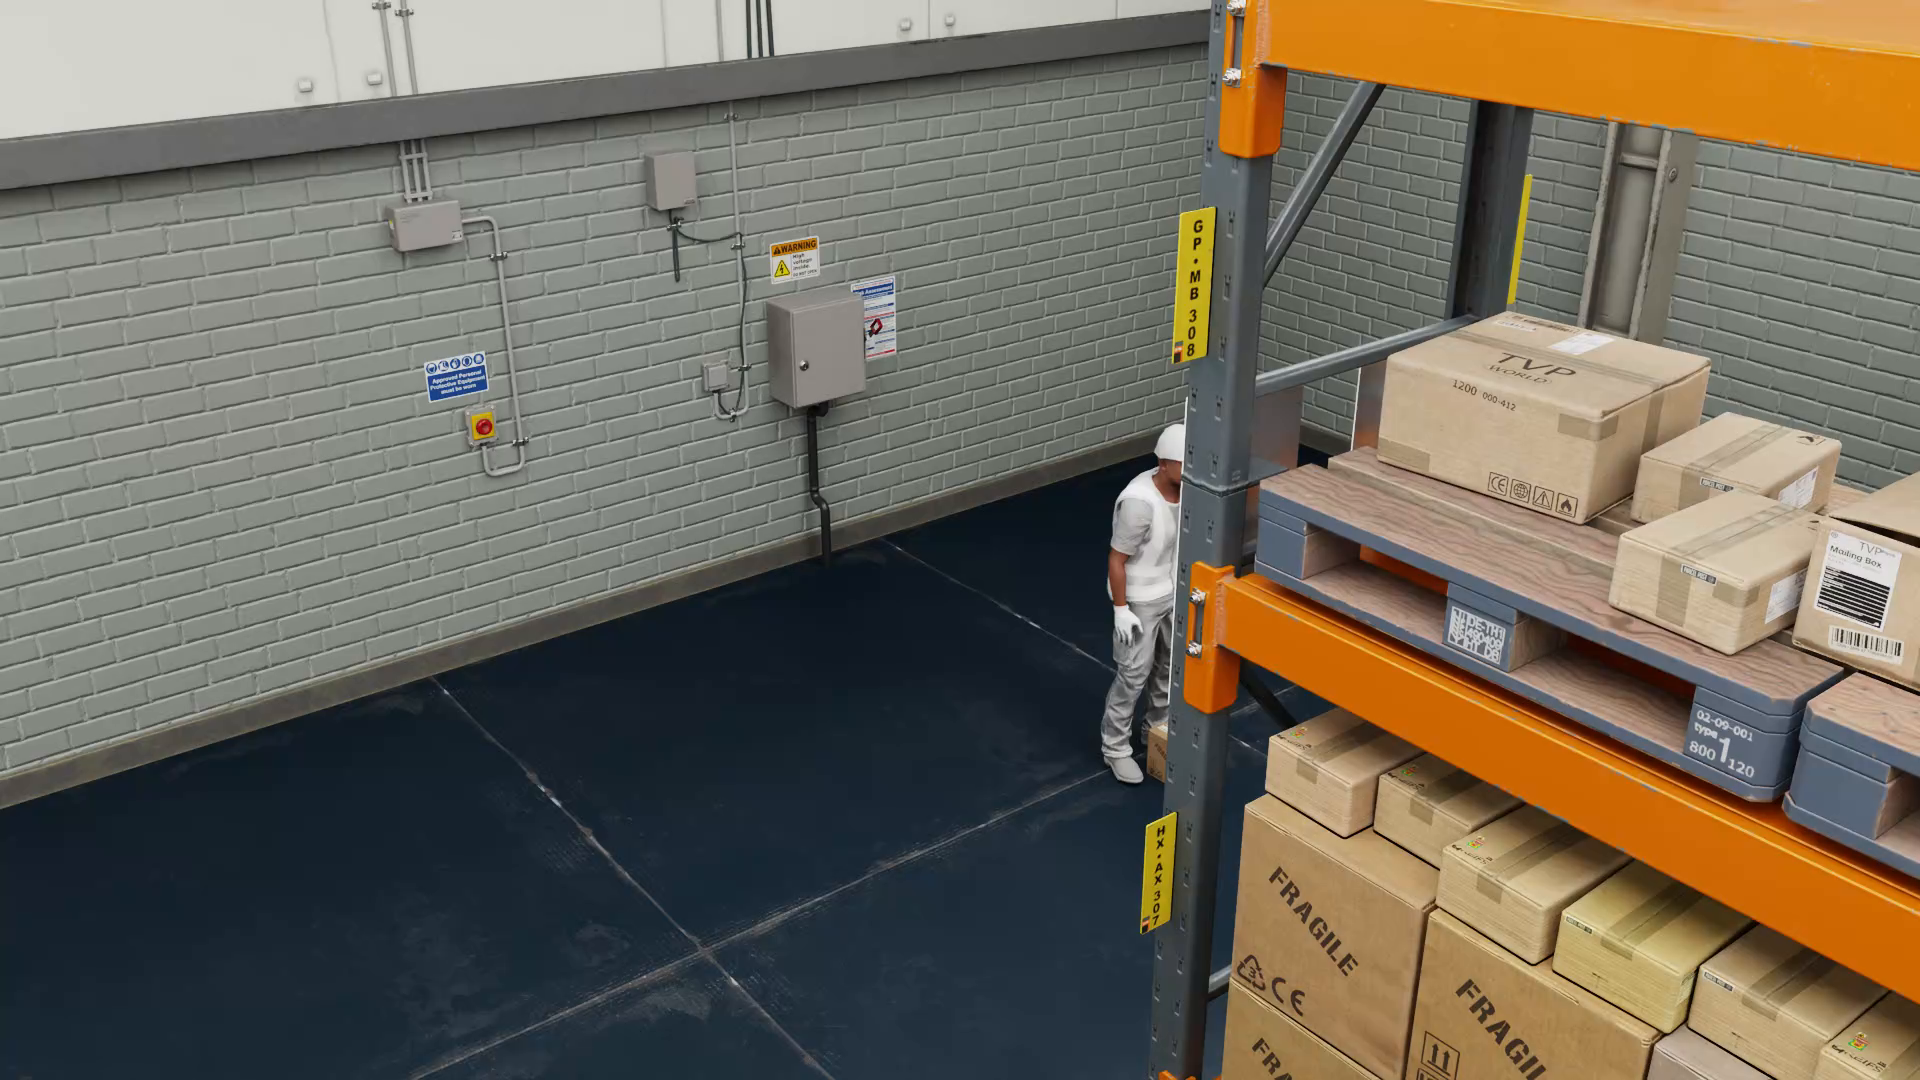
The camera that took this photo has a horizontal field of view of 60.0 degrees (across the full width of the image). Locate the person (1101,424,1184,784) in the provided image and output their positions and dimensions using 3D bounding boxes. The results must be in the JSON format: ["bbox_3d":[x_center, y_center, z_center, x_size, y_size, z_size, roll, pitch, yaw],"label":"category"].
[{"bbox_3d":[0.953,0.275,7.987,0.630,1.776,0.443,-20,31,-37],"label":"person"}]
